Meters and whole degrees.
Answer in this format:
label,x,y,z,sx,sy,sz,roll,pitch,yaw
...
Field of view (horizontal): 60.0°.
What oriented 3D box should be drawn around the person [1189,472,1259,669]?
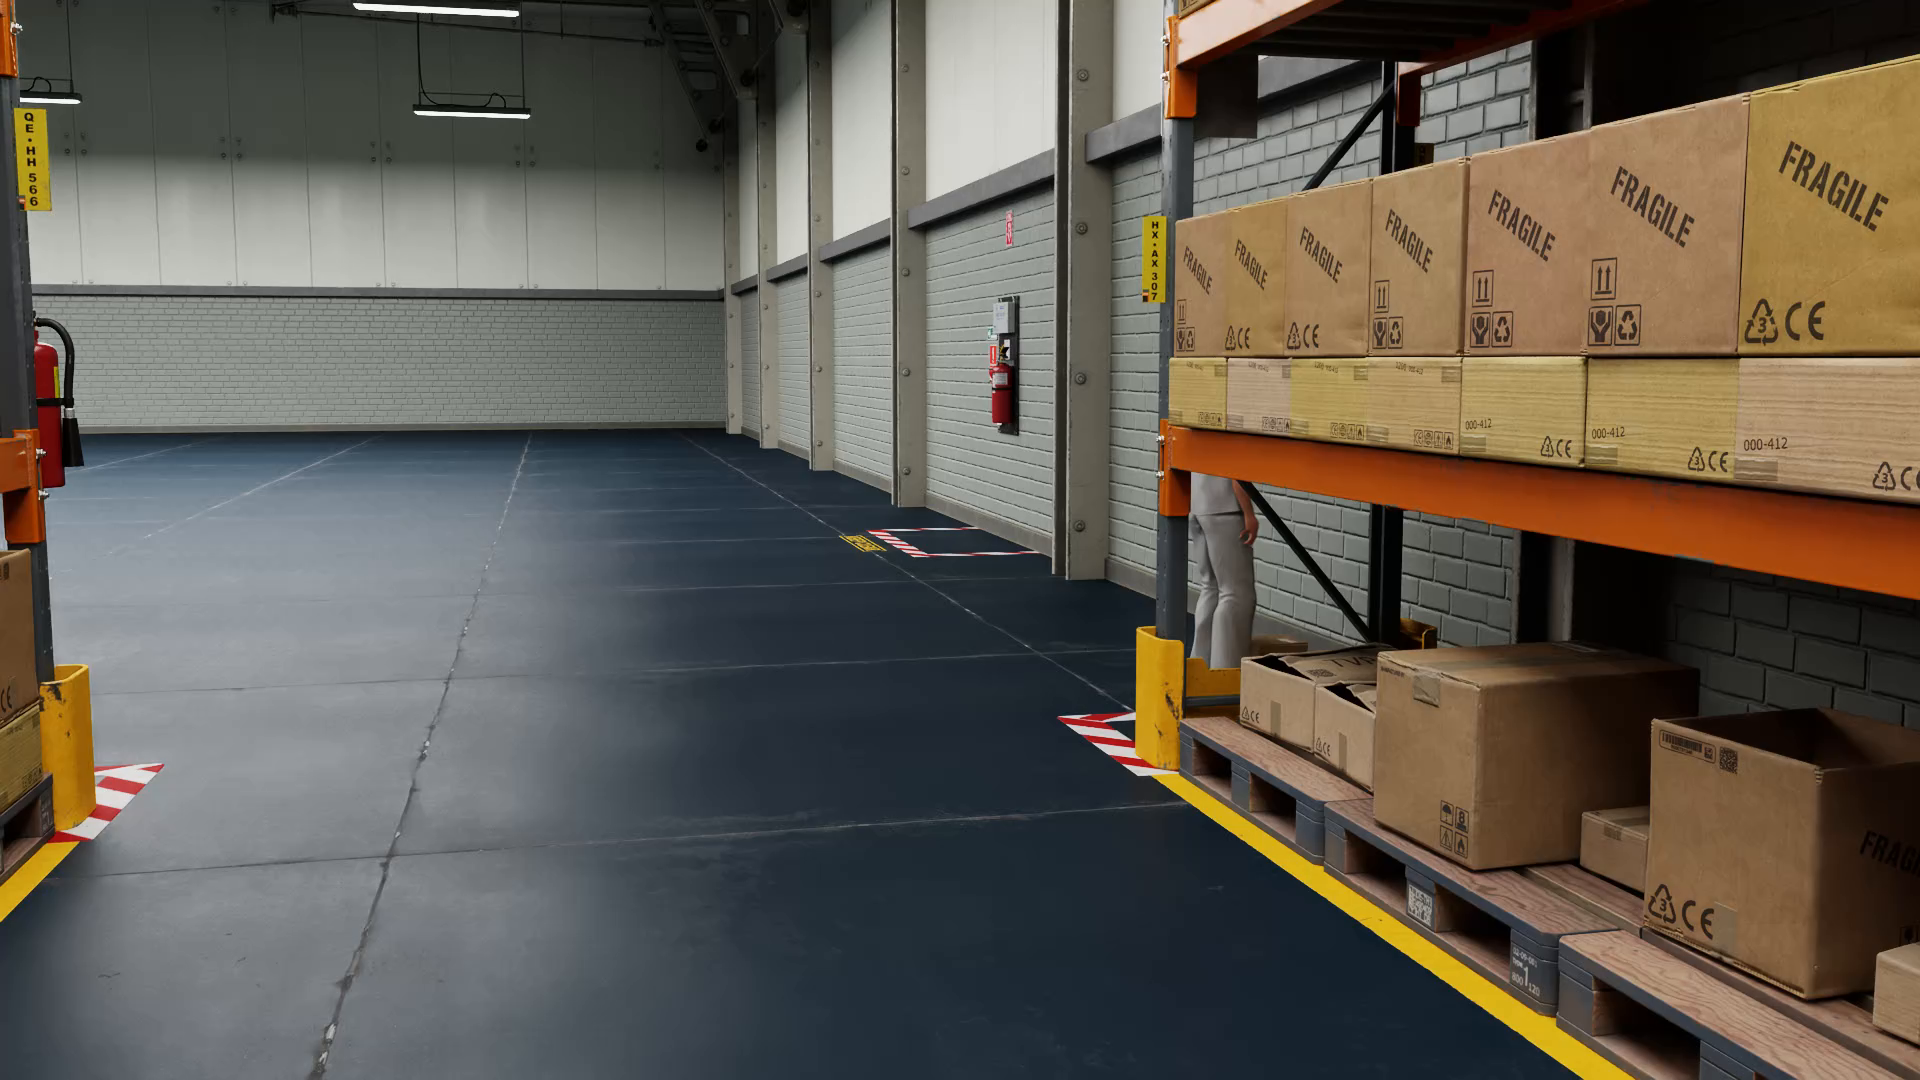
label,x,y,z,sx,sy,sz,roll,pitch,yaw
person,1.224,-0.110,7.654,0.354,1.673,0.490,-2,6,-14
